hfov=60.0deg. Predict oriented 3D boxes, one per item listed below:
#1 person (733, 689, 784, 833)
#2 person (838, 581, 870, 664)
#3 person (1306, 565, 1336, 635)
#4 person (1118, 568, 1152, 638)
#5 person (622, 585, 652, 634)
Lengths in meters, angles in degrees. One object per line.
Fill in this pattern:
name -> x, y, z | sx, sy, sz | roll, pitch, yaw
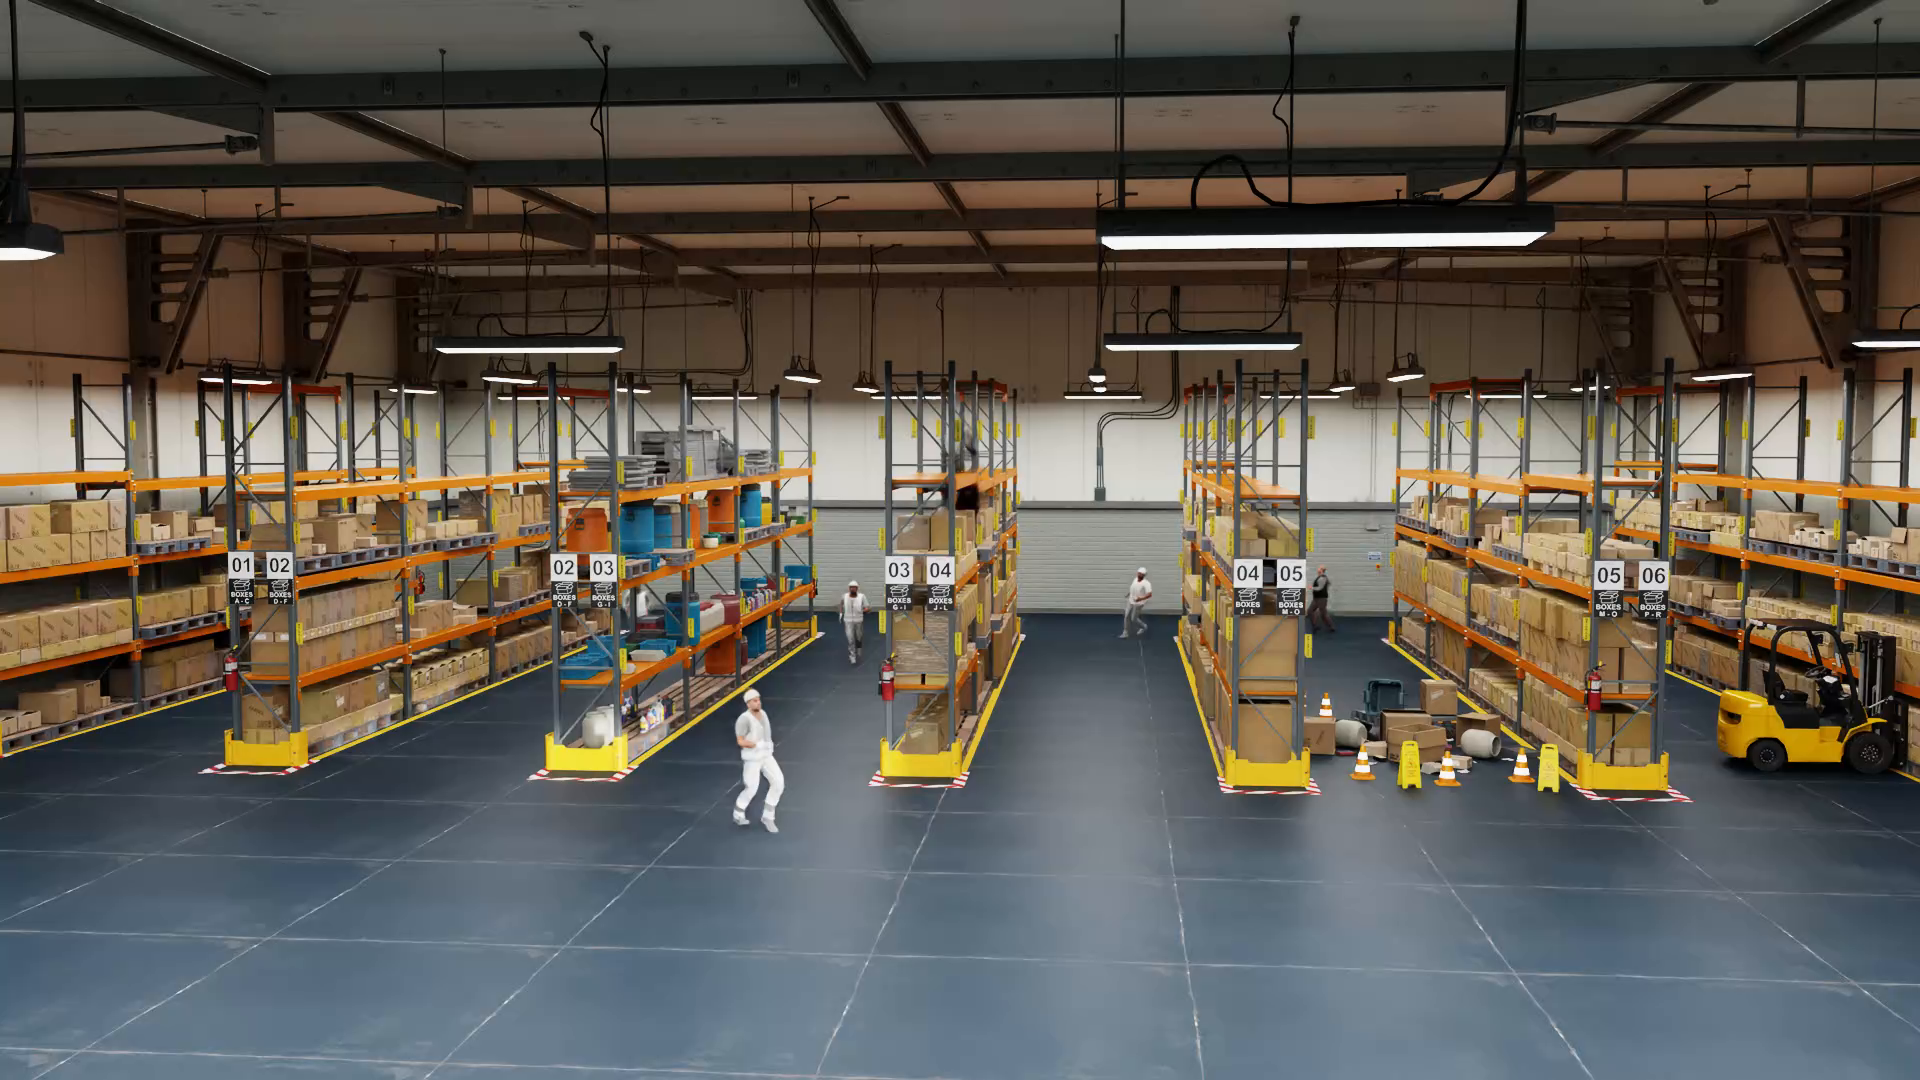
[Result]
person -> -2.530, 2.762, 20.804 | 0.750, 1.809, 0.670 | 3, 5, 40
person -> -2.285, 1.758, 35.810 | 0.689, 1.762, 0.877 | 0, 4, -1
person -> 8.792, 1.482, 40.566 | 0.747, 1.773, 0.624 | 0, 4, 2
person -> 4.275, 1.513, 39.977 | 0.740, 1.723, 0.747 | -3, 5, -38
person -> -7.133, 1.716, 36.739 | 0.663, 1.764, 0.870 | -1, 4, -11
